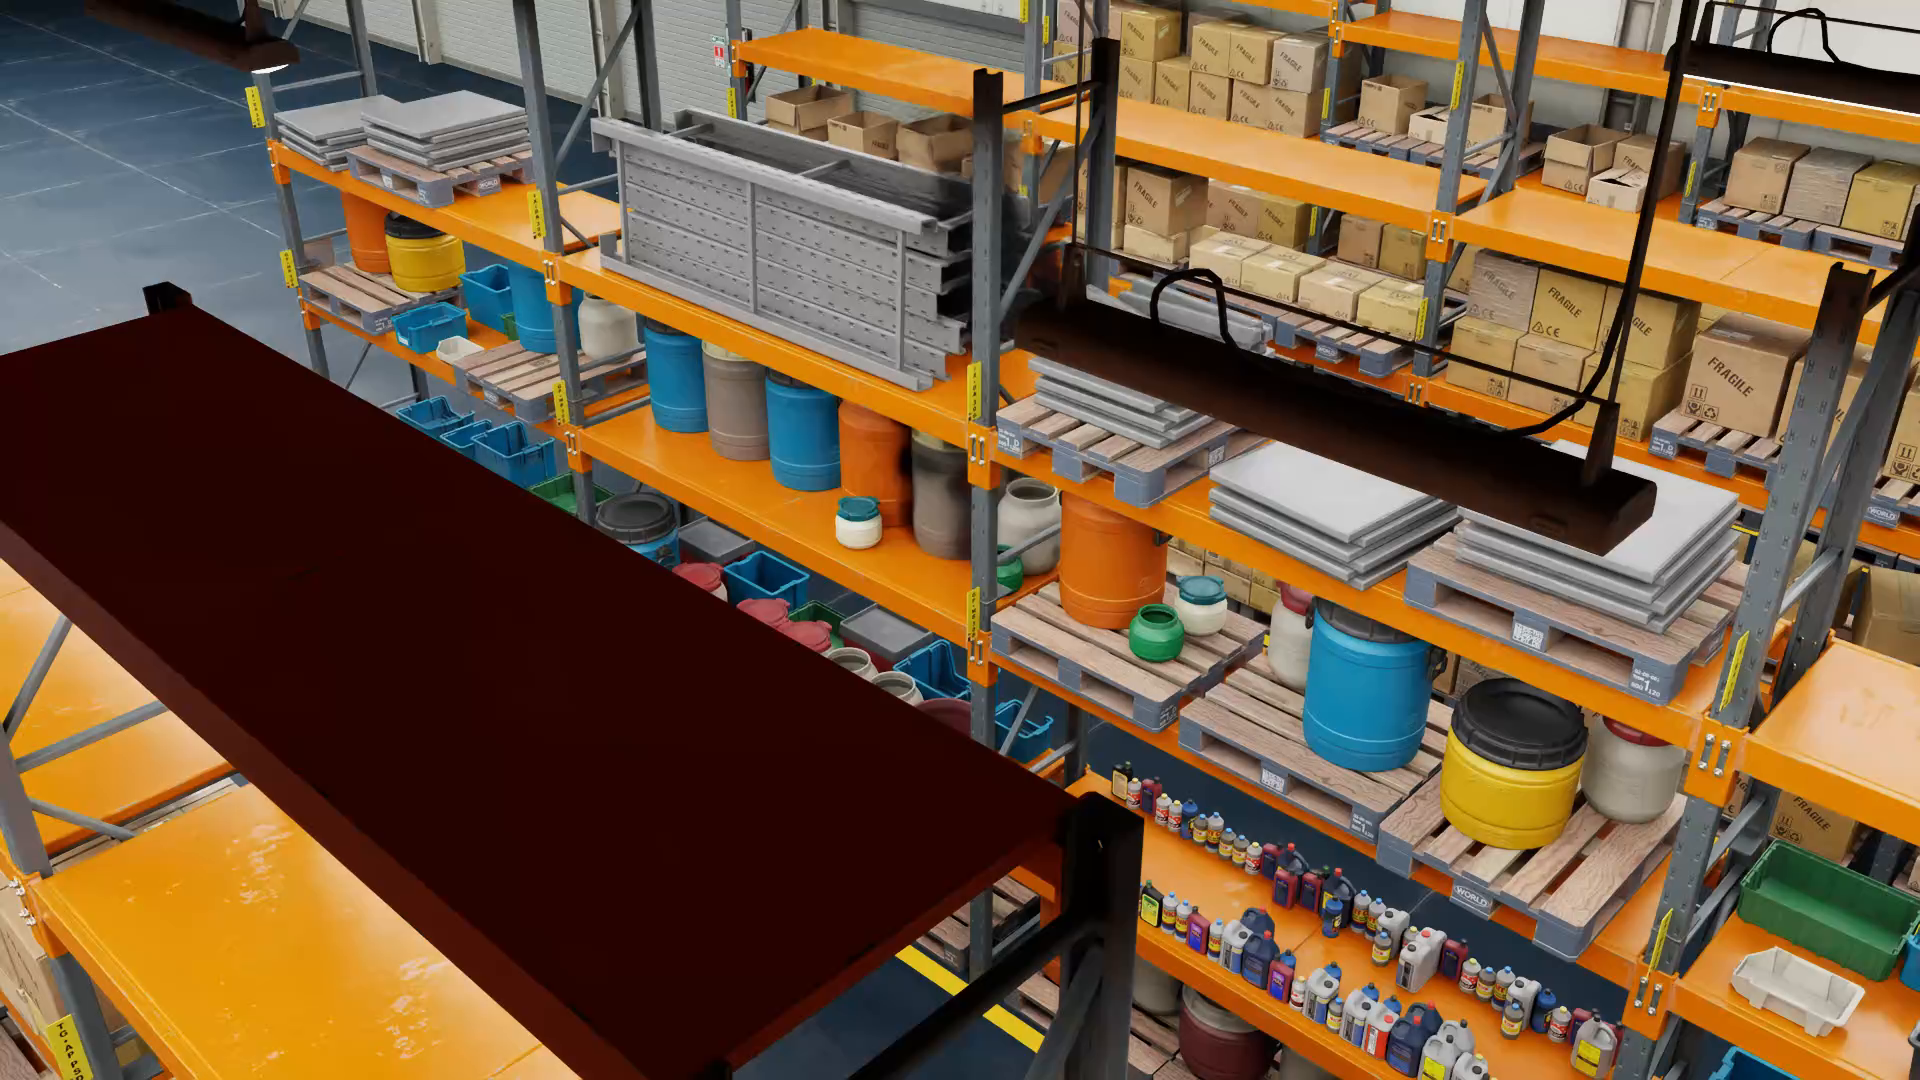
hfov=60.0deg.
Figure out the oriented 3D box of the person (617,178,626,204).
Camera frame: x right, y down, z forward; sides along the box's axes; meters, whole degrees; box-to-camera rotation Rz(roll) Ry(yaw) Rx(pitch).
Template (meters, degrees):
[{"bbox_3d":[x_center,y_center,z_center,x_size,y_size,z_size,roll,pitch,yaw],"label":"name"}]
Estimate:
[{"bbox_3d":[-4.229,-3.963,21.497,0.685,1.717,0.654,-15,33,-24],"label":"person"}]
